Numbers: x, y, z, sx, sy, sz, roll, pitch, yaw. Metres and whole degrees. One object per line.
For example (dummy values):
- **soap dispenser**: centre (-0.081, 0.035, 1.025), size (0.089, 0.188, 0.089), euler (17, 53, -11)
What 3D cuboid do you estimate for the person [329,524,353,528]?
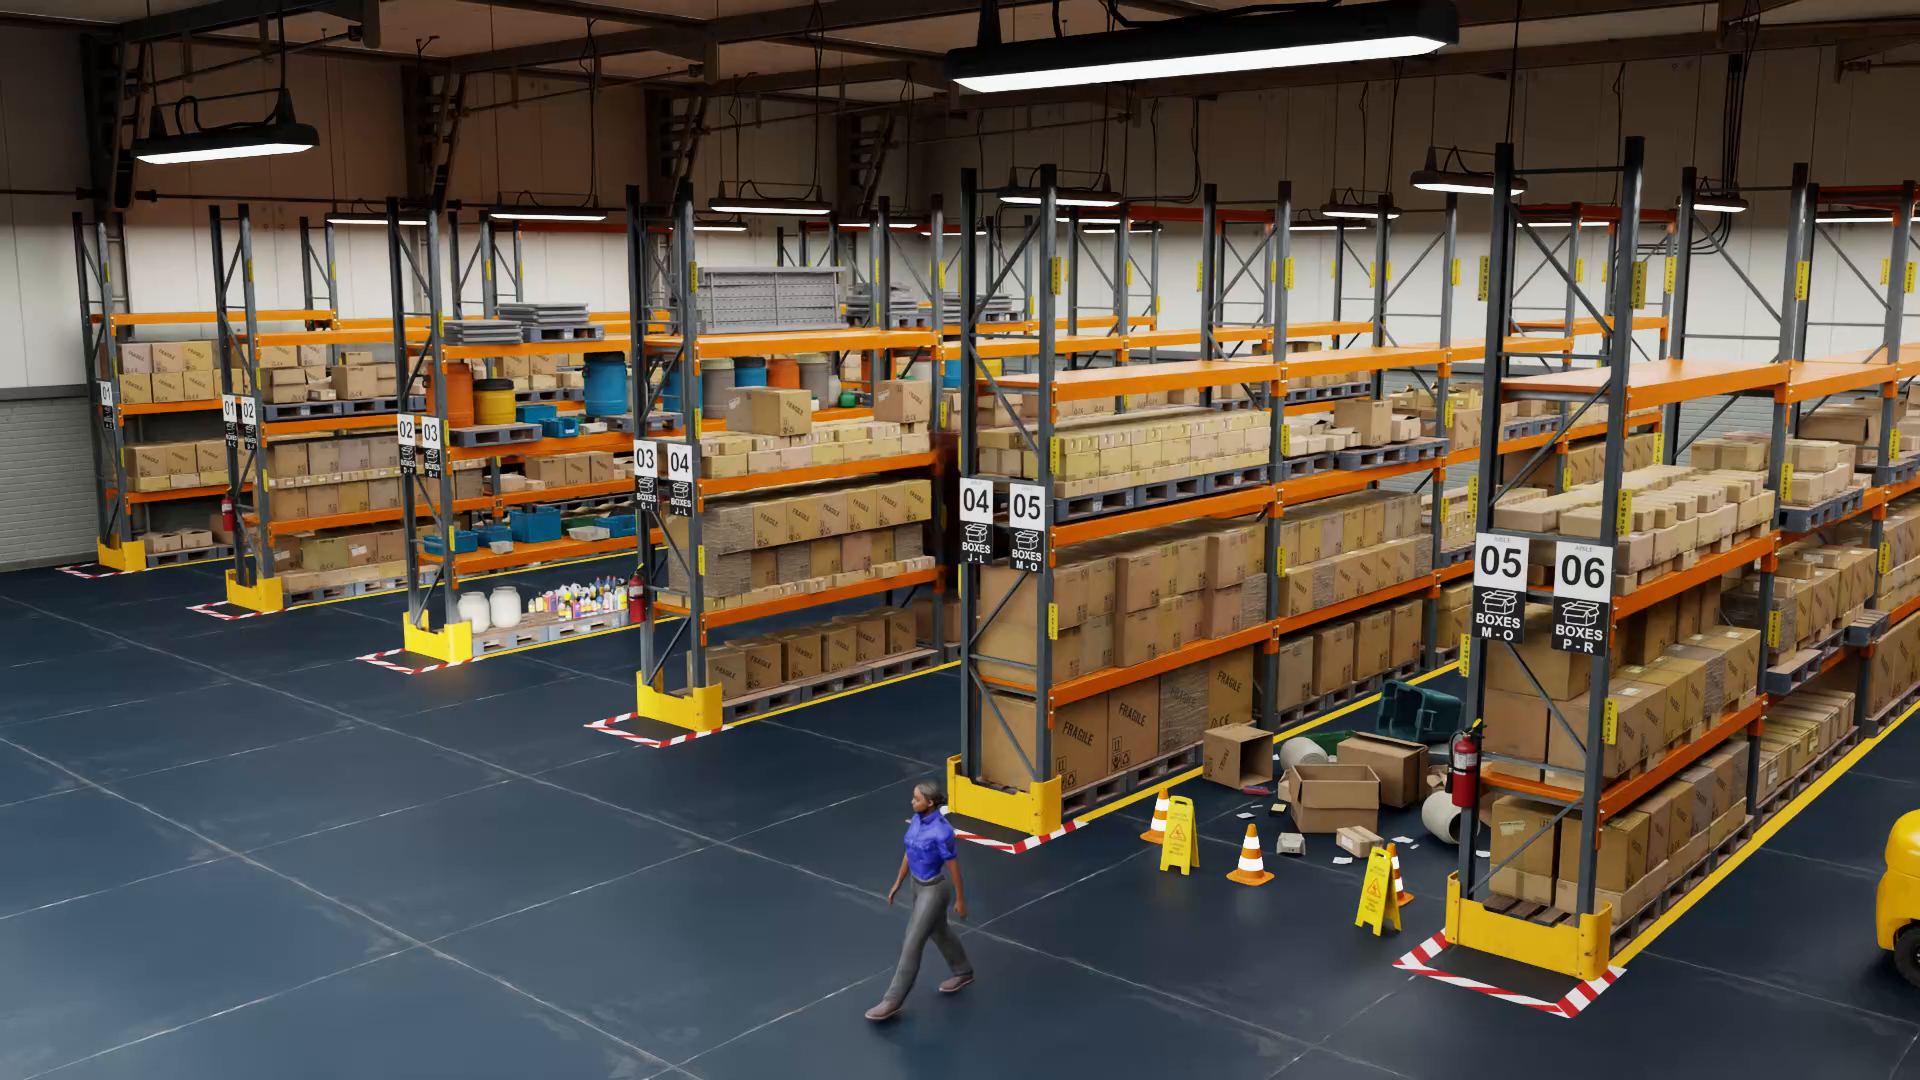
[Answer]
- **person**: centre (-10.435, -0.373, 28.221), size (0.624, 1.766, 0.699), euler (5, 11, 26)

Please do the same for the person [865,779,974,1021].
- **person**: centre (-0.290, 2.461, 11.601), size (0.948, 1.593, 0.484), euler (-5, 10, -25)
